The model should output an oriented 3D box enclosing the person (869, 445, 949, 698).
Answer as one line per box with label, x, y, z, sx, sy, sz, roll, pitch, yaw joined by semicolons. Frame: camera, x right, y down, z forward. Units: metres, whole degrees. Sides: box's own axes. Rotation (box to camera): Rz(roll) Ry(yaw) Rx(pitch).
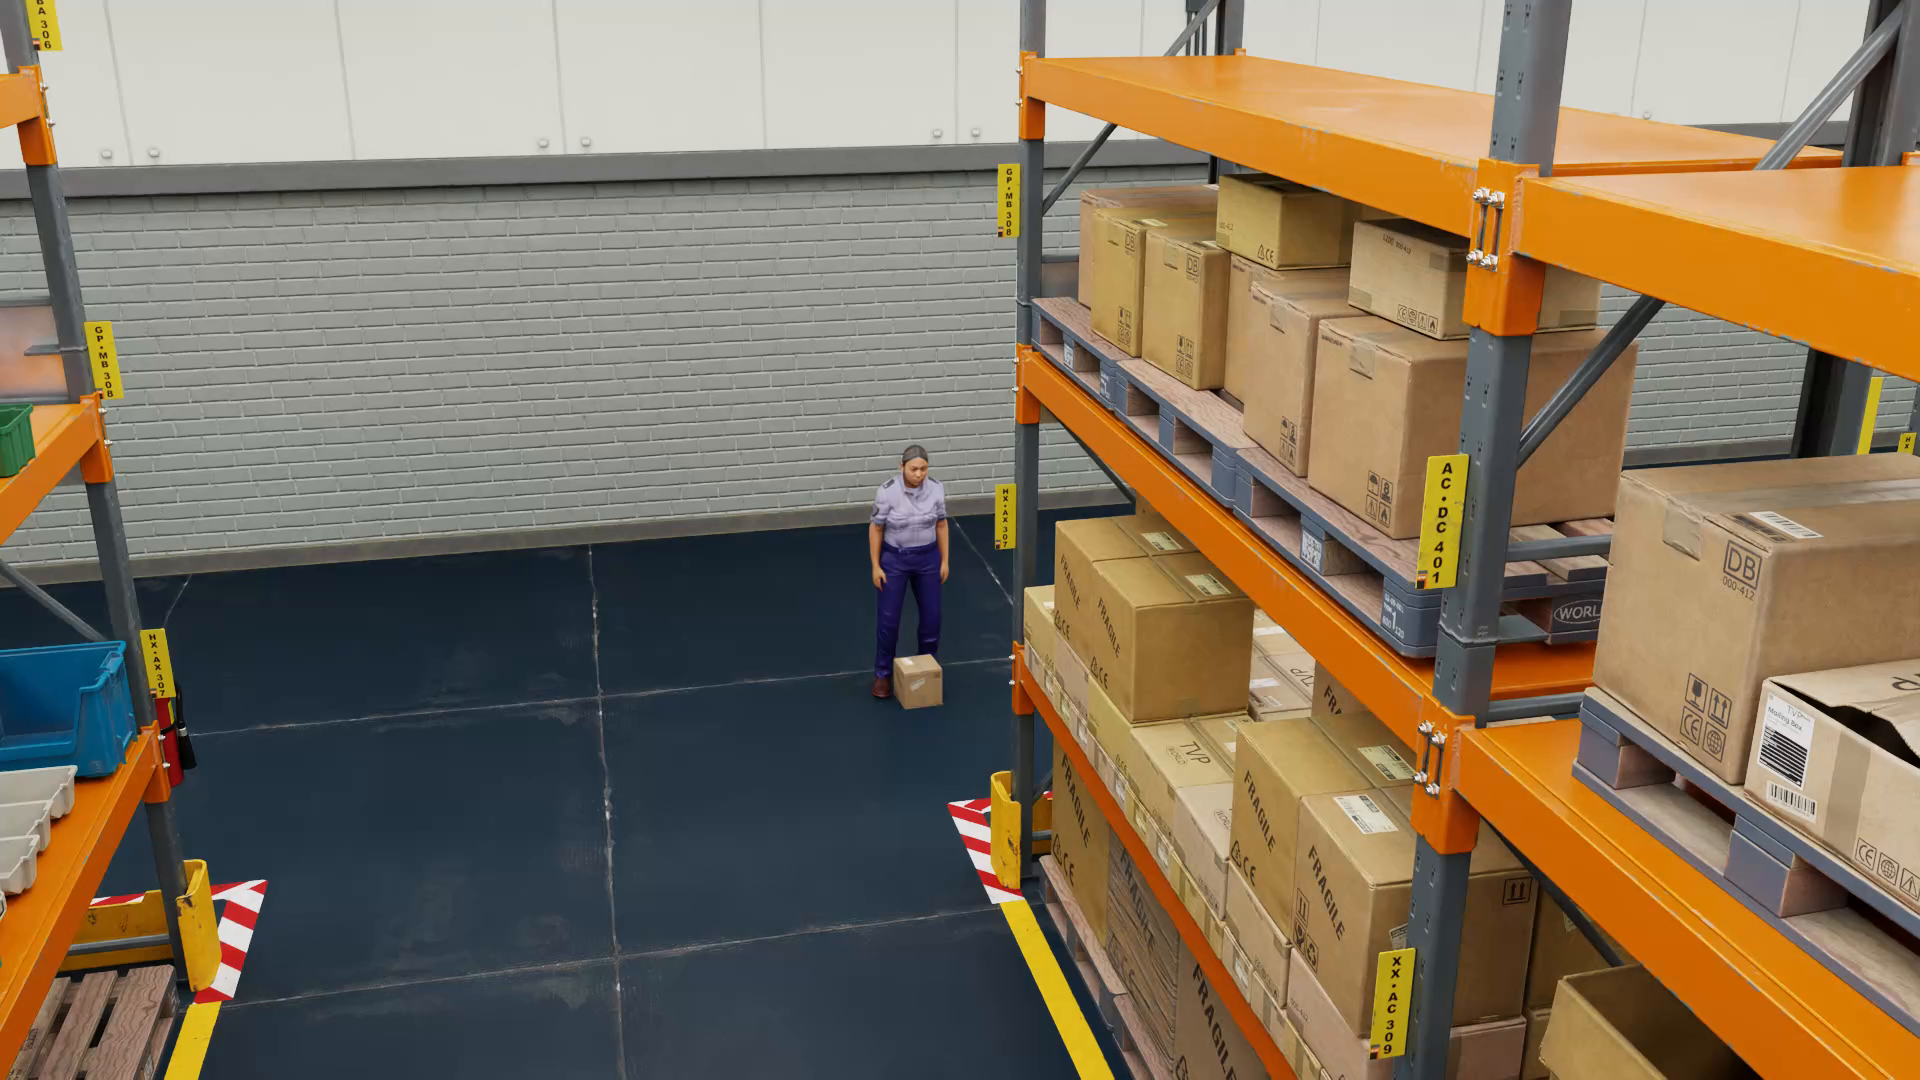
person;-0.327;0.171;10.608;0.546;1.650;0.372;-5;20;-15
